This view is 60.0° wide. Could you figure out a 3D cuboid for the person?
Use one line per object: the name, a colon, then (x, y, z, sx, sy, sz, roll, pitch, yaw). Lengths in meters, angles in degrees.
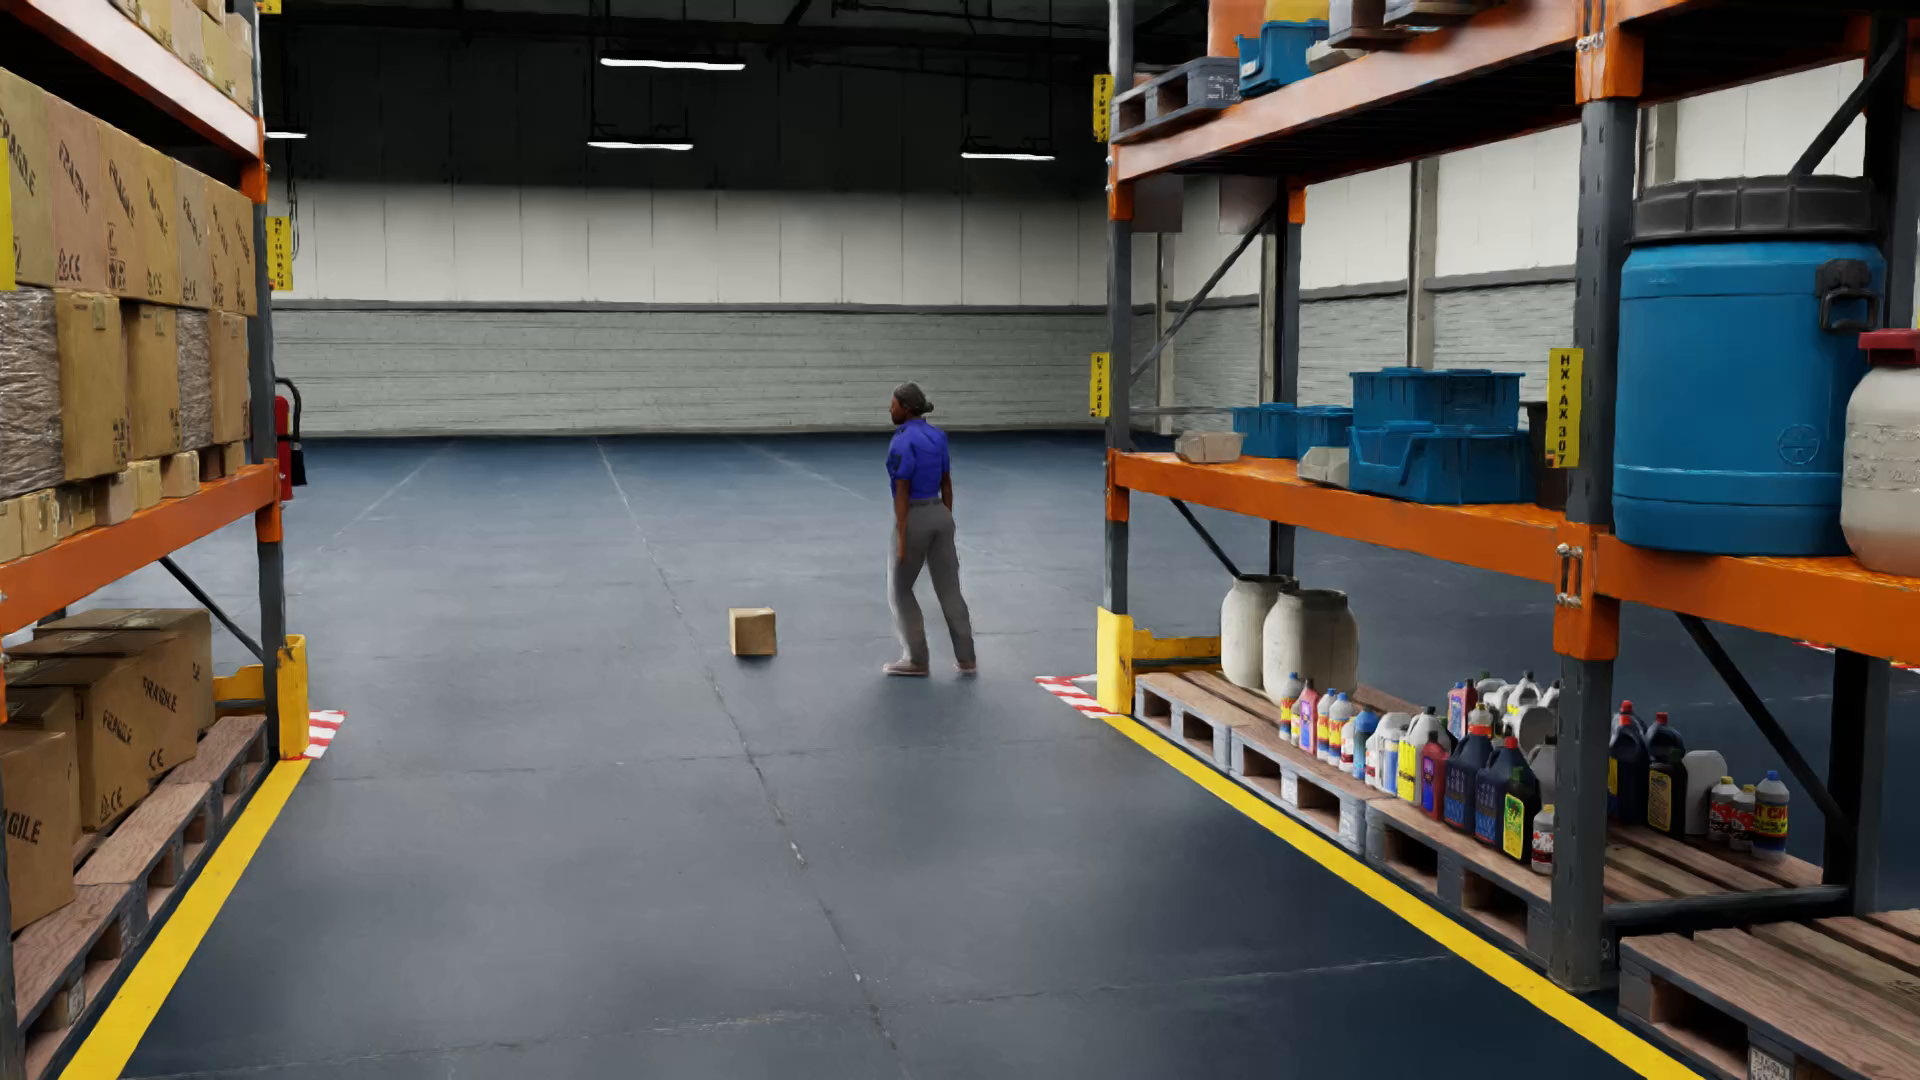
person: (-0.171, -0.058, 9.262, 0.546, 1.646, 0.498, 6, 8, 42)
